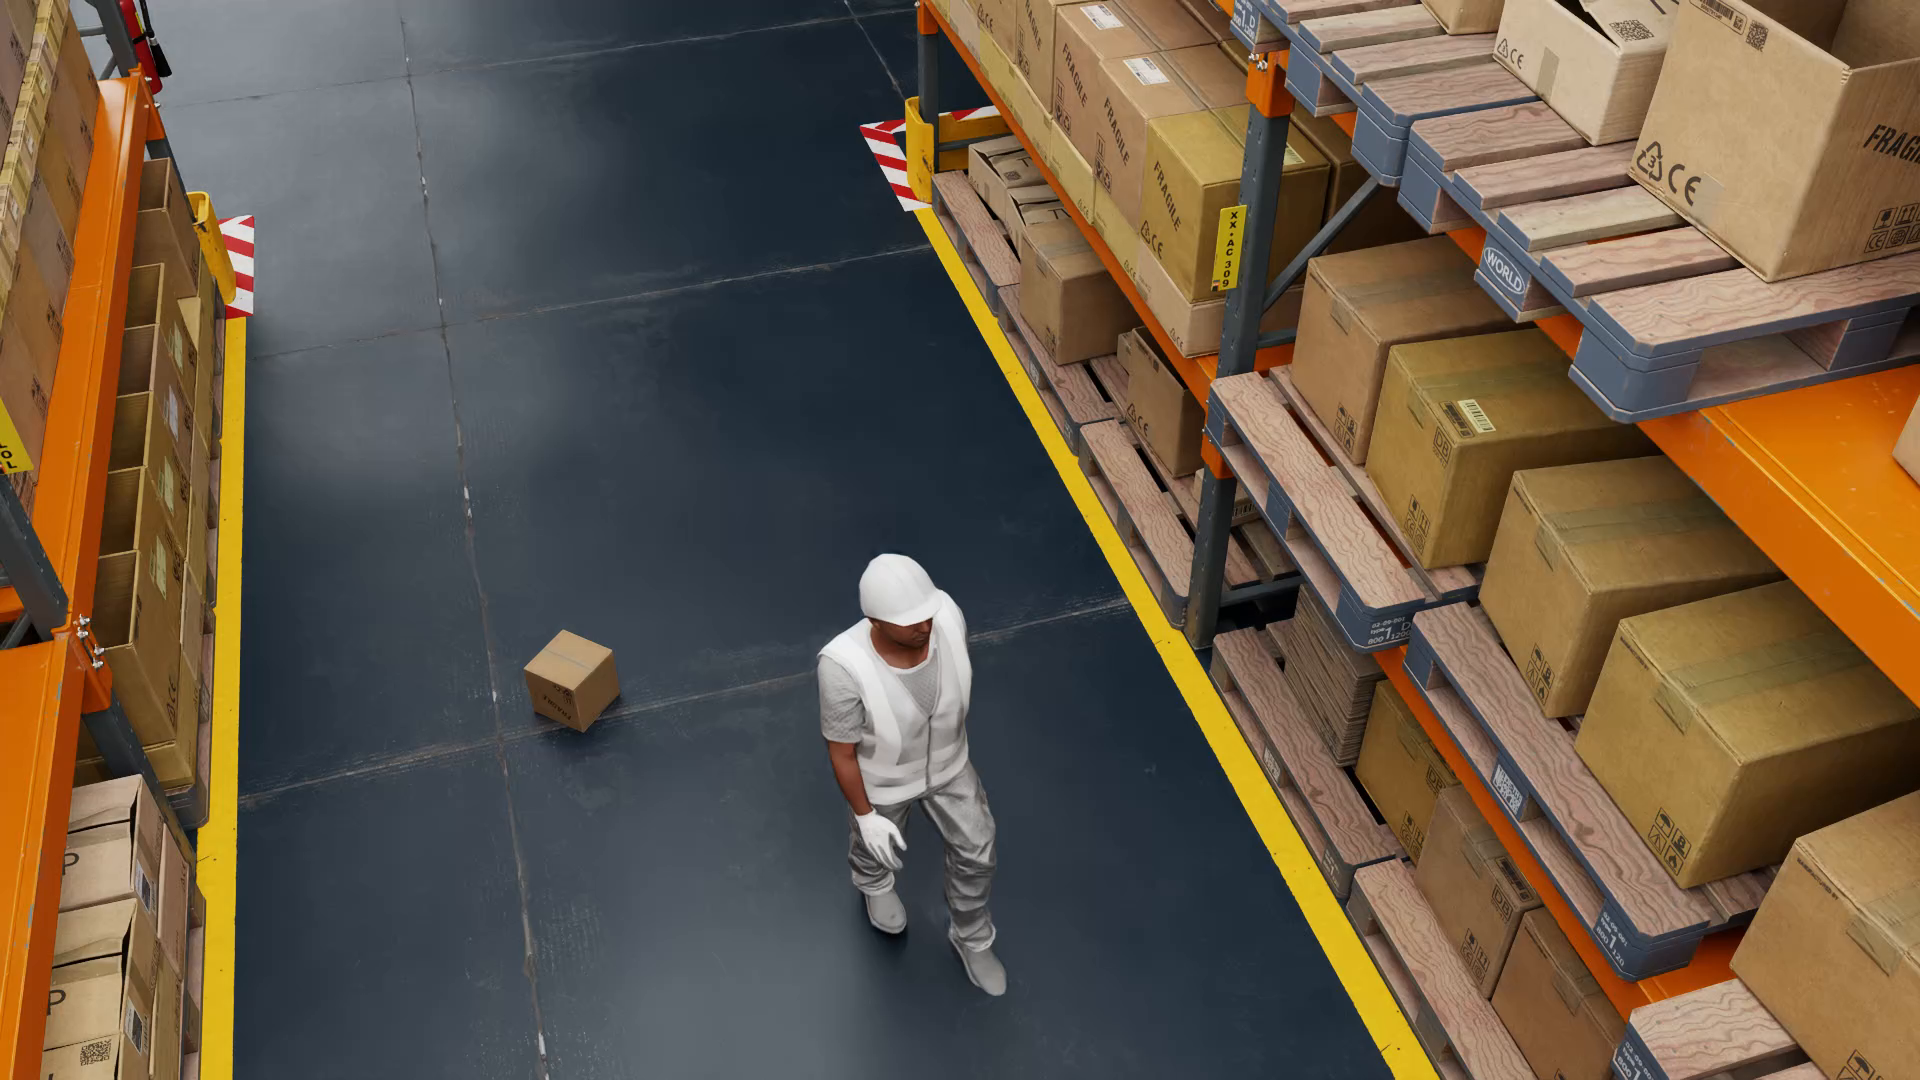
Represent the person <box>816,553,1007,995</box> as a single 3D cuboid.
[{"bbox_3d":[-0.148,0.769,5.299,0.565,1.835,0.667,-22,46,-23],"label":"person"}]
